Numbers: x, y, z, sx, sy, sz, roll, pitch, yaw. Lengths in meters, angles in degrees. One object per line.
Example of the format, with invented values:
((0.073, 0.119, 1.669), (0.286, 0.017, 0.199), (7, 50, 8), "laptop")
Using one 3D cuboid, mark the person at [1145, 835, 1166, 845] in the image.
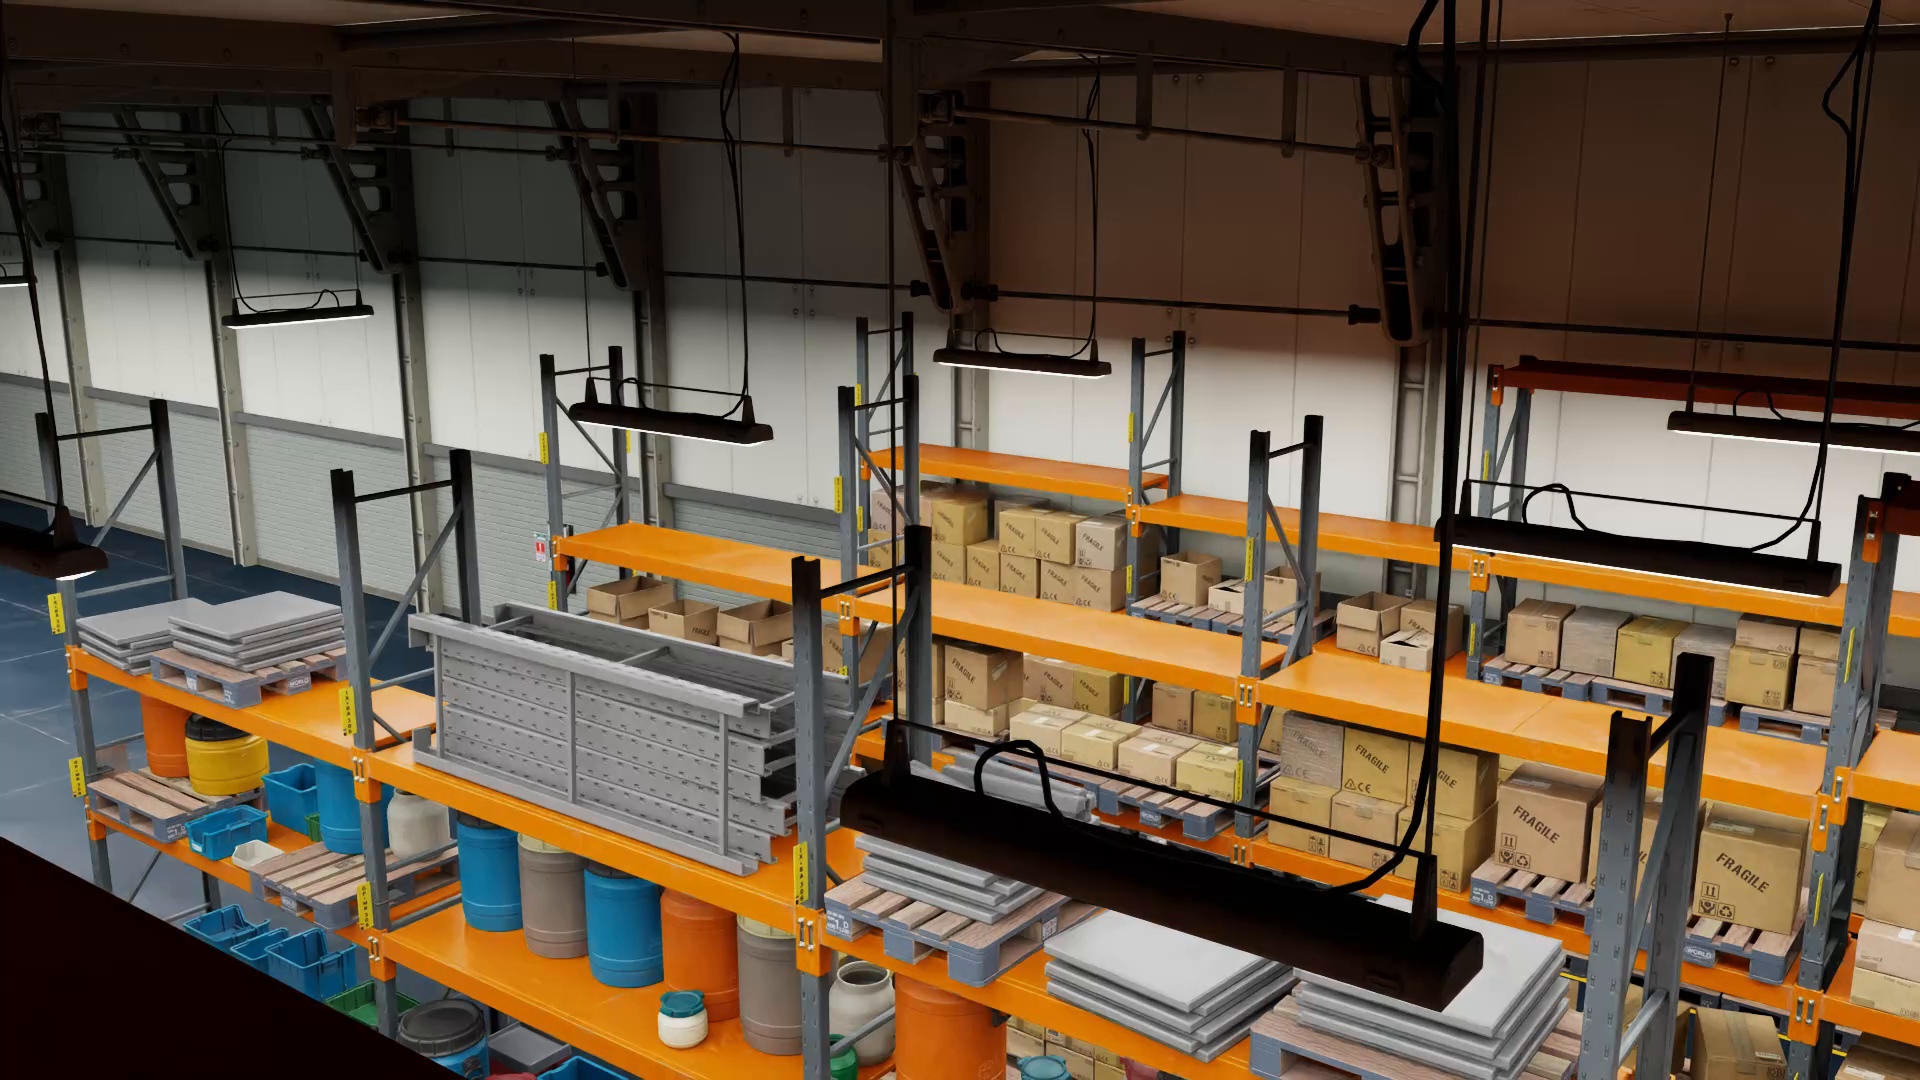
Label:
((1.744, 3.606, 16.148), (0.631, 1.652, 0.541), (5, 14, 21), "person")
